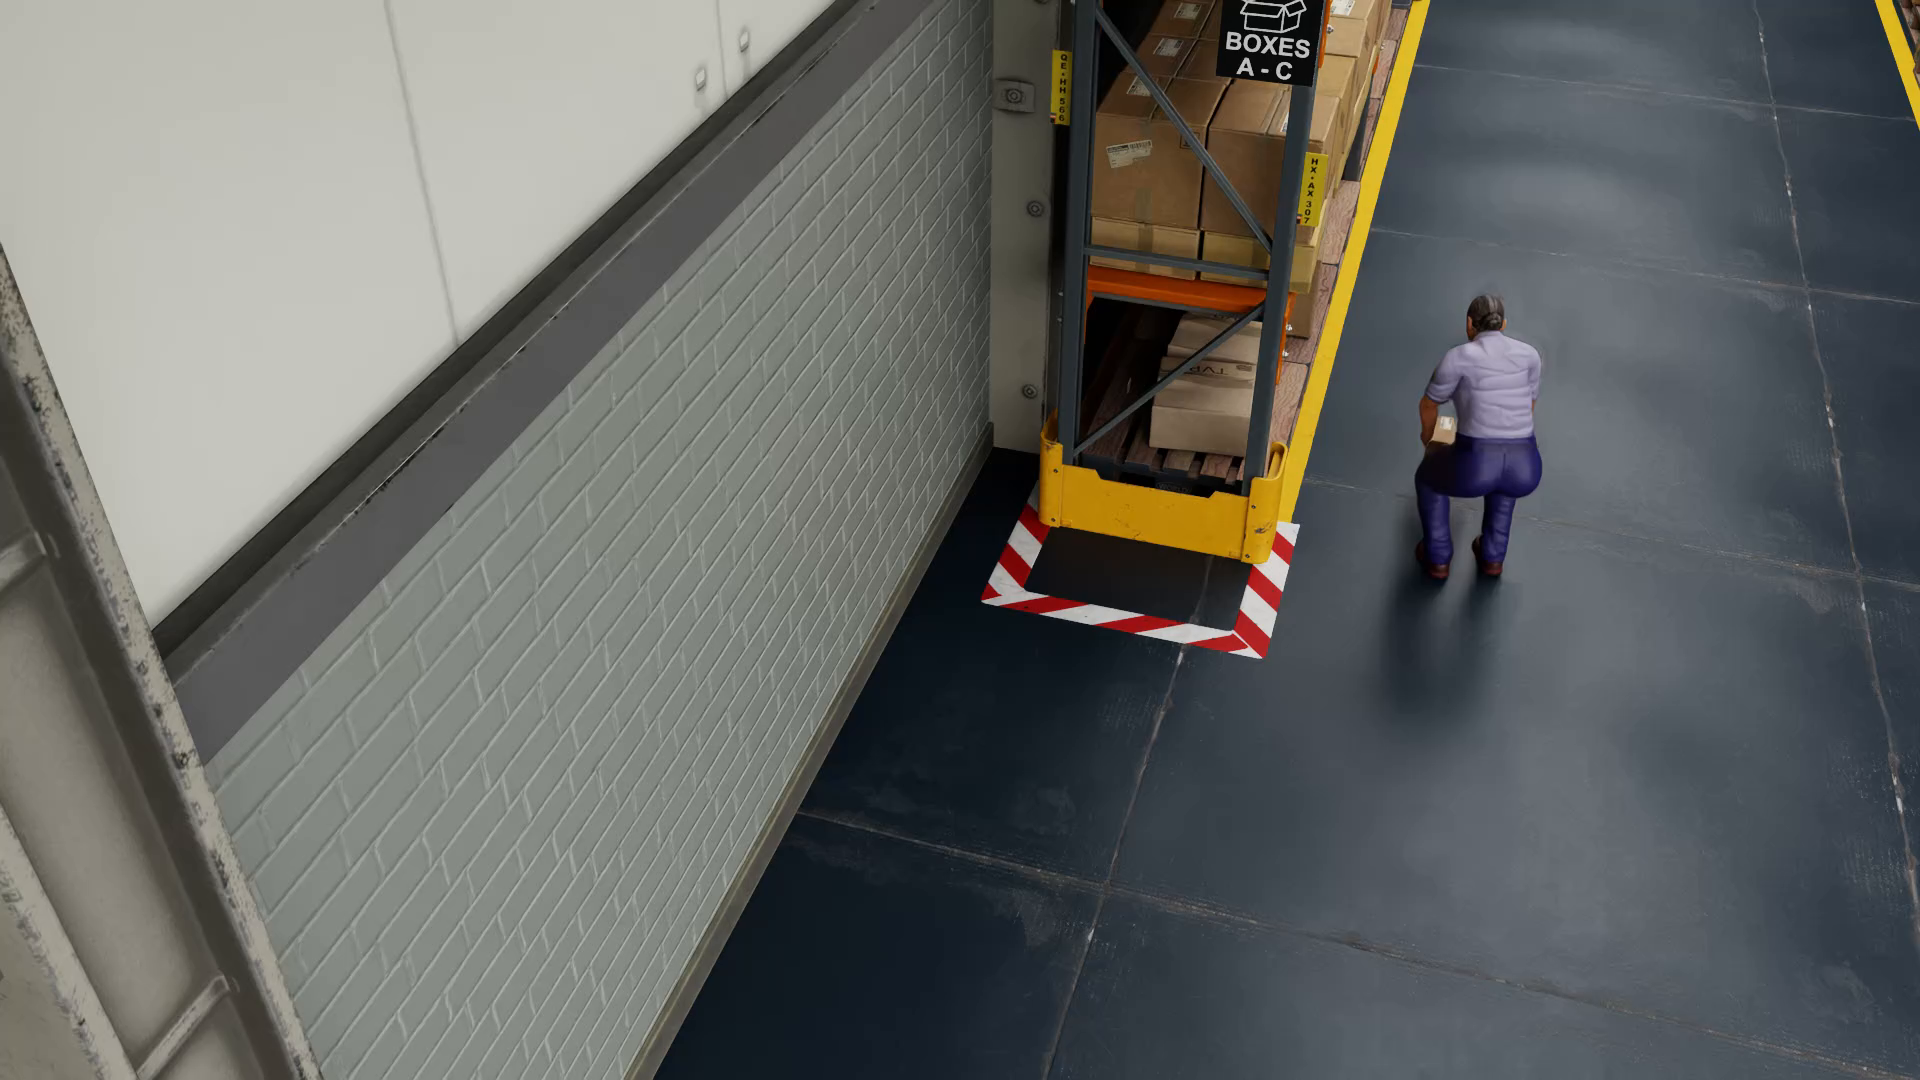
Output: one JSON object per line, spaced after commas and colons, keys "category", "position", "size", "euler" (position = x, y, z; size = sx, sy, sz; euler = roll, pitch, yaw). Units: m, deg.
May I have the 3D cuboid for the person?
{"category": "person", "position": [2.406, -0.427, 7.757], "size": [0.535, 1.302, 0.687], "euler": [1, 37, 1]}
